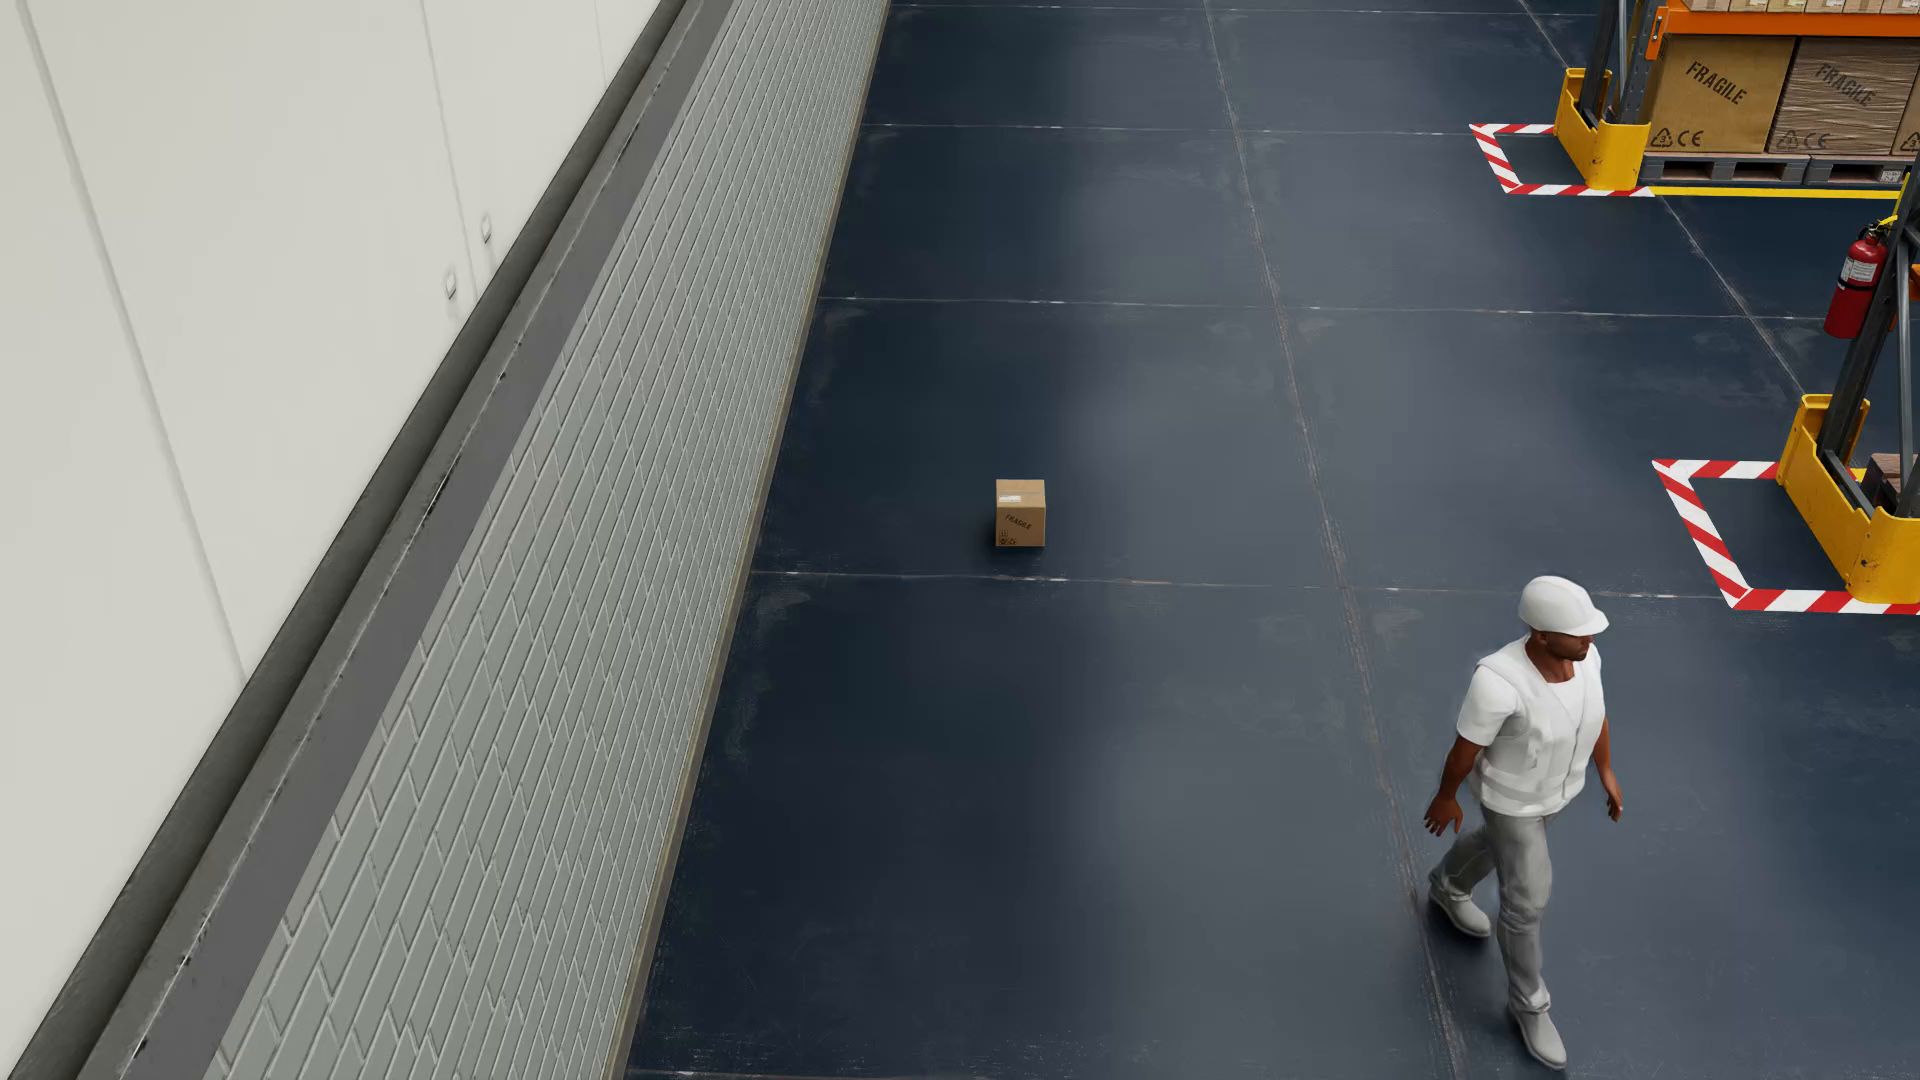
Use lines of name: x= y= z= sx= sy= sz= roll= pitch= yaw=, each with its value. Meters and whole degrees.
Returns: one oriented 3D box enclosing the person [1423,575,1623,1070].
person: x=2.051 y=0.915 z=5.800 sx=0.615 sy=1.752 sz=0.861 roll=-22 pitch=41 yaw=-28
